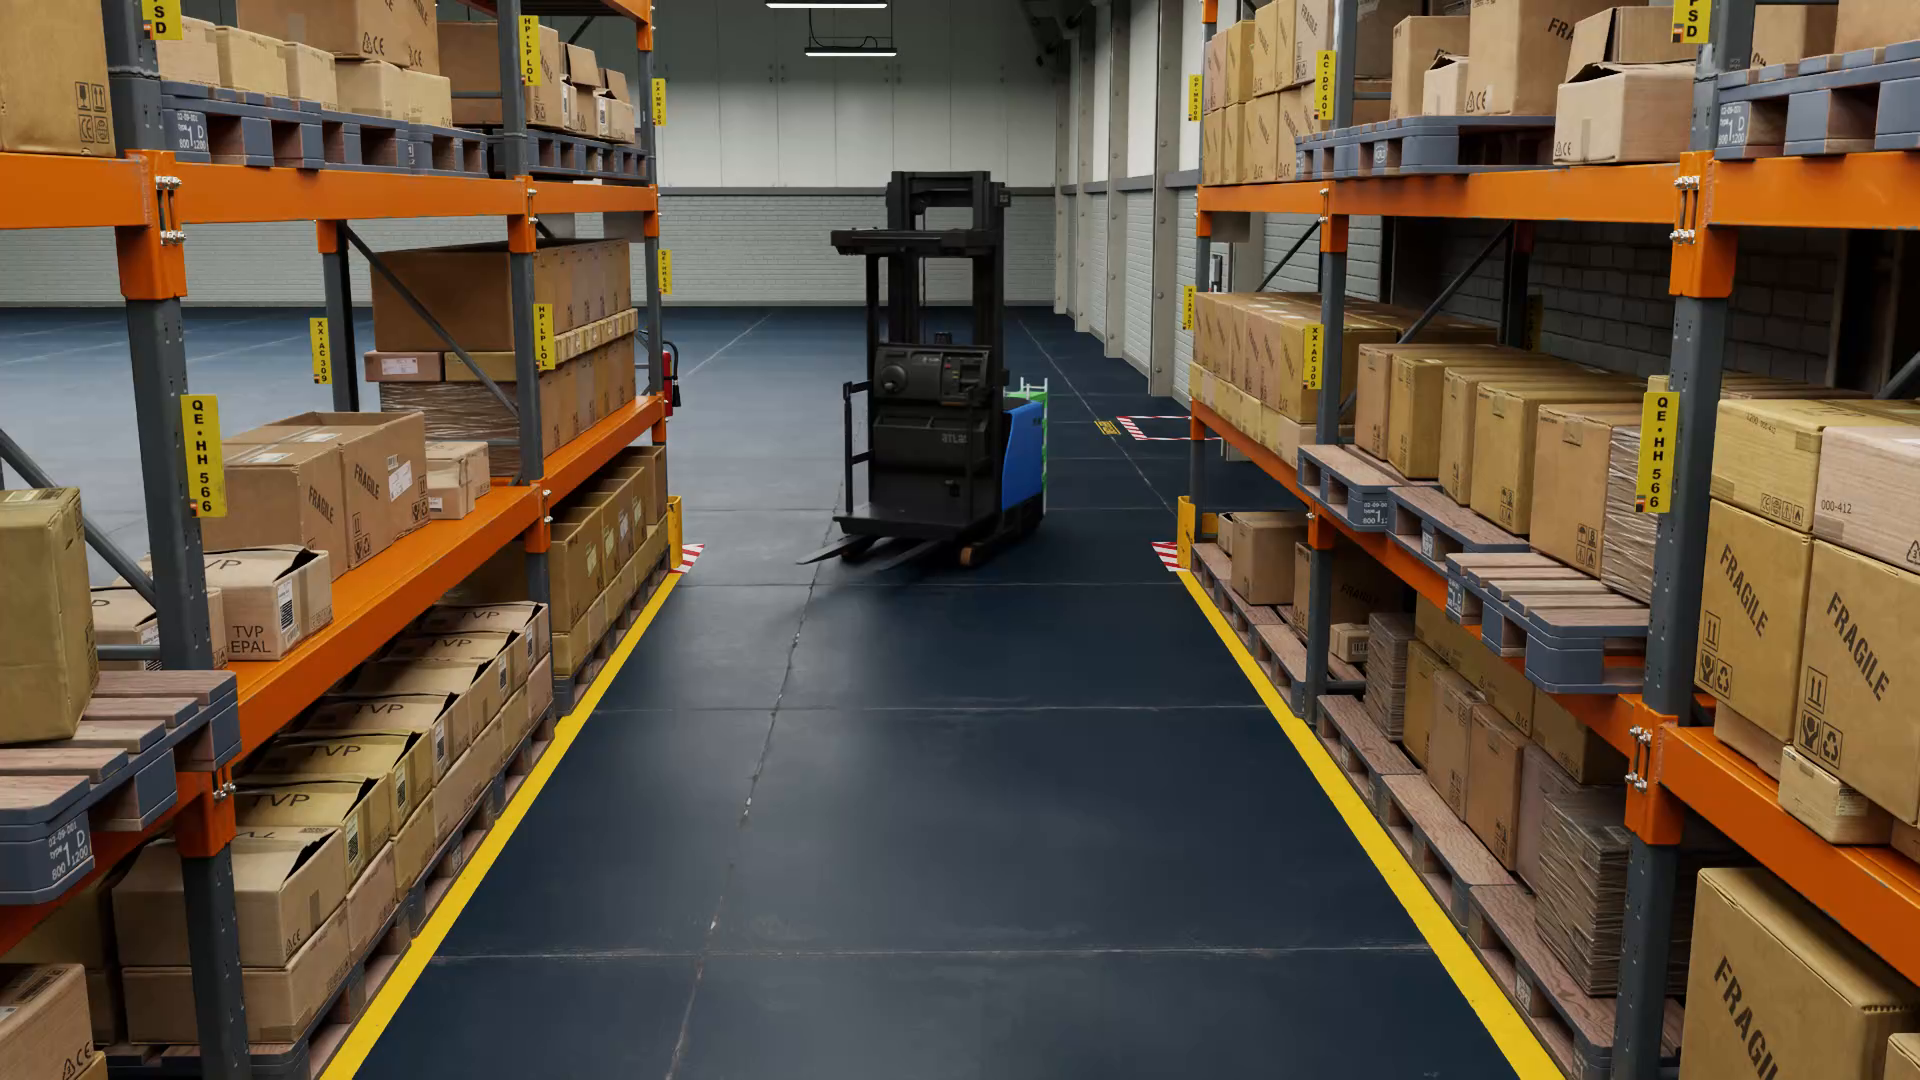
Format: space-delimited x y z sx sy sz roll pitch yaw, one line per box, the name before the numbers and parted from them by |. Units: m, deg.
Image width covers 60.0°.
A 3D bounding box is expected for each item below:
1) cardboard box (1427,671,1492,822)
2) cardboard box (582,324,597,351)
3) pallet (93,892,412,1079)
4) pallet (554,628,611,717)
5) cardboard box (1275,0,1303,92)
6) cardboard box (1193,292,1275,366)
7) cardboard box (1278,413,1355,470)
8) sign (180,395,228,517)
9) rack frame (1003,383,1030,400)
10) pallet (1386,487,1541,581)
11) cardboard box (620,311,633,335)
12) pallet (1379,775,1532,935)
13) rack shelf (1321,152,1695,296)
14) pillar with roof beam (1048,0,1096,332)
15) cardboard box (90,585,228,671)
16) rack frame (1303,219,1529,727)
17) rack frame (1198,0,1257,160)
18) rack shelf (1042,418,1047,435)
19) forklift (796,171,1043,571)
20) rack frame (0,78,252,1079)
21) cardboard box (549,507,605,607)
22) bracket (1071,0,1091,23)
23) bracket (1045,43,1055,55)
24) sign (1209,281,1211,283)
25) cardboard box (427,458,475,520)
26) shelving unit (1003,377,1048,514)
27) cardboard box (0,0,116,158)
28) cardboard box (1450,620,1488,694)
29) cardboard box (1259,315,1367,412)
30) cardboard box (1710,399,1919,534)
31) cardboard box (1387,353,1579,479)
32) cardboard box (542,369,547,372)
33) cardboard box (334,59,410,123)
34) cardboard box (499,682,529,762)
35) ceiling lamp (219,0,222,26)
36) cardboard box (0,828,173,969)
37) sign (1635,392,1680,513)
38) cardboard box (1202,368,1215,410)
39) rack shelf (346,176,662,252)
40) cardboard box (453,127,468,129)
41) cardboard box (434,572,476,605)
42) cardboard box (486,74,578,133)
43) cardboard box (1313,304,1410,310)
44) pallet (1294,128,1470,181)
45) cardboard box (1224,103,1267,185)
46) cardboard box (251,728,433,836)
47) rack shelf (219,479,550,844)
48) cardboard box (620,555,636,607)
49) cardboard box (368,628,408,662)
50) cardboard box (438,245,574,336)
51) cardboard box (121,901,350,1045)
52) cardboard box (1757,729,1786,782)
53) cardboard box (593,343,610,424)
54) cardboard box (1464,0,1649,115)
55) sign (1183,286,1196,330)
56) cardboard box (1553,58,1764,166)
cardboard box | 2.392 0.856 6.977 0.700 0.500 0.500 0 11 -1
cardboard box | -2.473 -1.261 10.349 0.380 0.149 0.250 0 11 -2
pallet | -2.519 1.515 5.560 1.003 0.211 1.213 0 11 -1
pallet | -2.598 0.725 9.452 1.003 0.211 1.213 0 11 -1
cardboard box | 2.026 -2.731 9.114 0.500 0.500 0.500 0 11 2
cardboard box | 1.956 -1.507 11.882 0.500 0.500 0.500 0 11 -1
cardboard box | 2.016 -0.533 8.970 0.500 0.250 0.500 0 11 -1
sign | -1.998 -0.220 4.388 0.100 0.325 0.005 0 11 -1
rack frame | 0.471 -0.740 14.172 0.240 1.200 0.015 4 12 20
pallet | 2.330 -0.008 6.537 1.003 0.211 1.213 0 11 -1
cardboard box | -2.501 -1.518 11.613 0.380 0.149 0.250 0 11 0
pallet | 2.375 1.261 6.815 1.003 0.211 1.213 0 11 -1
rack shelf | 2.370 -1.224 6.312 1.077 0.370 4.000 0 11 -1
pillar with roof beam | -1.674 -8.857 34.582 9.100 9.000 0.548 0 11 -1
cardboard box | -2.505 0.284 4.842 0.500 0.311 0.500 0 11 2
rack frame | 2.329 -0.504 8.499 1.000 3.000 0.127 0 11 -1
rack frame | 2.247 -4.239 11.821 1.000 3.000 0.127 0 11 -1
rack shelf | 0.559 -0.957 14.362 0.258 0.148 0.480 4 12 20
forklift | -0.297 -1.315 12.668 1.130 2.935 3.031 4 12 21
rack frame | -2.541 0.312 4.475 1.000 3.000 0.127 0 11 -1
cardboard box | -2.338 0.099 9.502 0.500 0.500 0.500 0 11 -1
bracket | 2.337 -10.042 31.373 0.076 0.066 4.783 0 11 -1
bracket | 2.160 -11.747 39.776 0.235 0.232 0.430 0 11 -1
sign | 3.072 -3.234 20.534 0.001 0.109 0.331 0 11 -1
cardboard box | -2.422 -0.243 7.550 0.396 0.266 0.258 -1 11 -3
shelving unit | 0.559 -0.784 14.396 0.258 1.200 0.503 4 12 20
cardboard box | -2.498 -1.120 3.740 0.910 0.500 0.500 0 11 -1
cardboard box | 2.388 0.475 6.967 0.500 0.250 0.500 -1 11 -3
cardboard box | 1.994 -1.000 9.383 0.500 0.500 0.500 0 11 -1
cardboard box | 2.164 -0.184 3.985 0.500 0.250 0.500 0 11 0
cardboard box | 2.310 -0.556 7.398 0.700 0.500 0.500 1 12 5
cardboard box | -2.448 -1.005 9.086 0.380 0.149 0.250 -1 11 -3
cardboard box | -2.606 -1.853 6.928 0.500 0.250 0.500 -1 12 -7
cardboard box | -2.316 0.841 7.730 0.500 0.250 0.500 0 11 -2
ceiling lamp | -16.771 -12.080 35.789 2.000 3.185 0.800 0 11 -1
cardboard box | -2.798 1.076 5.159 0.500 0.311 0.500 0 11 0
sign | 1.869 -0.233 4.452 0.100 0.325 0.005 0 11 -1
cardboard box | 1.964 -1.034 11.438 0.500 0.250 0.500 -1 11 -3
rack shelf | -2.665 -1.998 10.128 1.077 0.370 4.000 0 11 -1
cardboard box | -2.922 -2.343 9.242 0.380 0.149 0.250 0 11 -1
cardboard box | -2.850 0.101 9.492 0.500 0.500 0.500 0 11 -1
cardboard box | -2.381 -2.392 9.078 0.500 0.311 0.500 -1 12 -4
cardboard box | 2.495 -1.207 10.405 0.500 0.500 0.500 0 11 0
pallet | 2.235 -1.759 7.612 1.213 0.211 1.003 0 11 -1
cardboard box | 1.994 -2.550 10.739 0.500 0.500 0.500 0 11 1
cardboard box | -2.285 0.868 6.185 0.500 0.311 0.500 -1 11 -3
rack shelf | -2.582 0.267 6.507 1.077 0.370 4.000 0 11 -1
cardboard box | -2.357 0.267 10.557 0.500 0.250 0.500 0 11 -1
cardboard box | -2.859 0.567 7.670 0.500 0.311 0.500 0 11 -2
cardboard box | -2.660 -1.456 9.676 0.700 0.500 0.500 0 11 -1
cardboard box | -2.258 1.349 5.226 0.500 0.250 0.500 0 11 -1
cardboard box | 2.184 0.521 4.028 0.380 0.149 0.250 0 11 0
cardboard box | -2.689 -1.031 10.845 0.700 0.500 0.500 0 11 -1
cardboard box | 2.286 -1.875 6.403 0.500 0.500 0.500 -1 11 -3
sign | 1.704 -1.721 12.321 0.100 0.325 0.005 0 11 -1
cardboard box | 2.127 -1.287 4.988 0.500 0.311 0.500 0 11 -1
